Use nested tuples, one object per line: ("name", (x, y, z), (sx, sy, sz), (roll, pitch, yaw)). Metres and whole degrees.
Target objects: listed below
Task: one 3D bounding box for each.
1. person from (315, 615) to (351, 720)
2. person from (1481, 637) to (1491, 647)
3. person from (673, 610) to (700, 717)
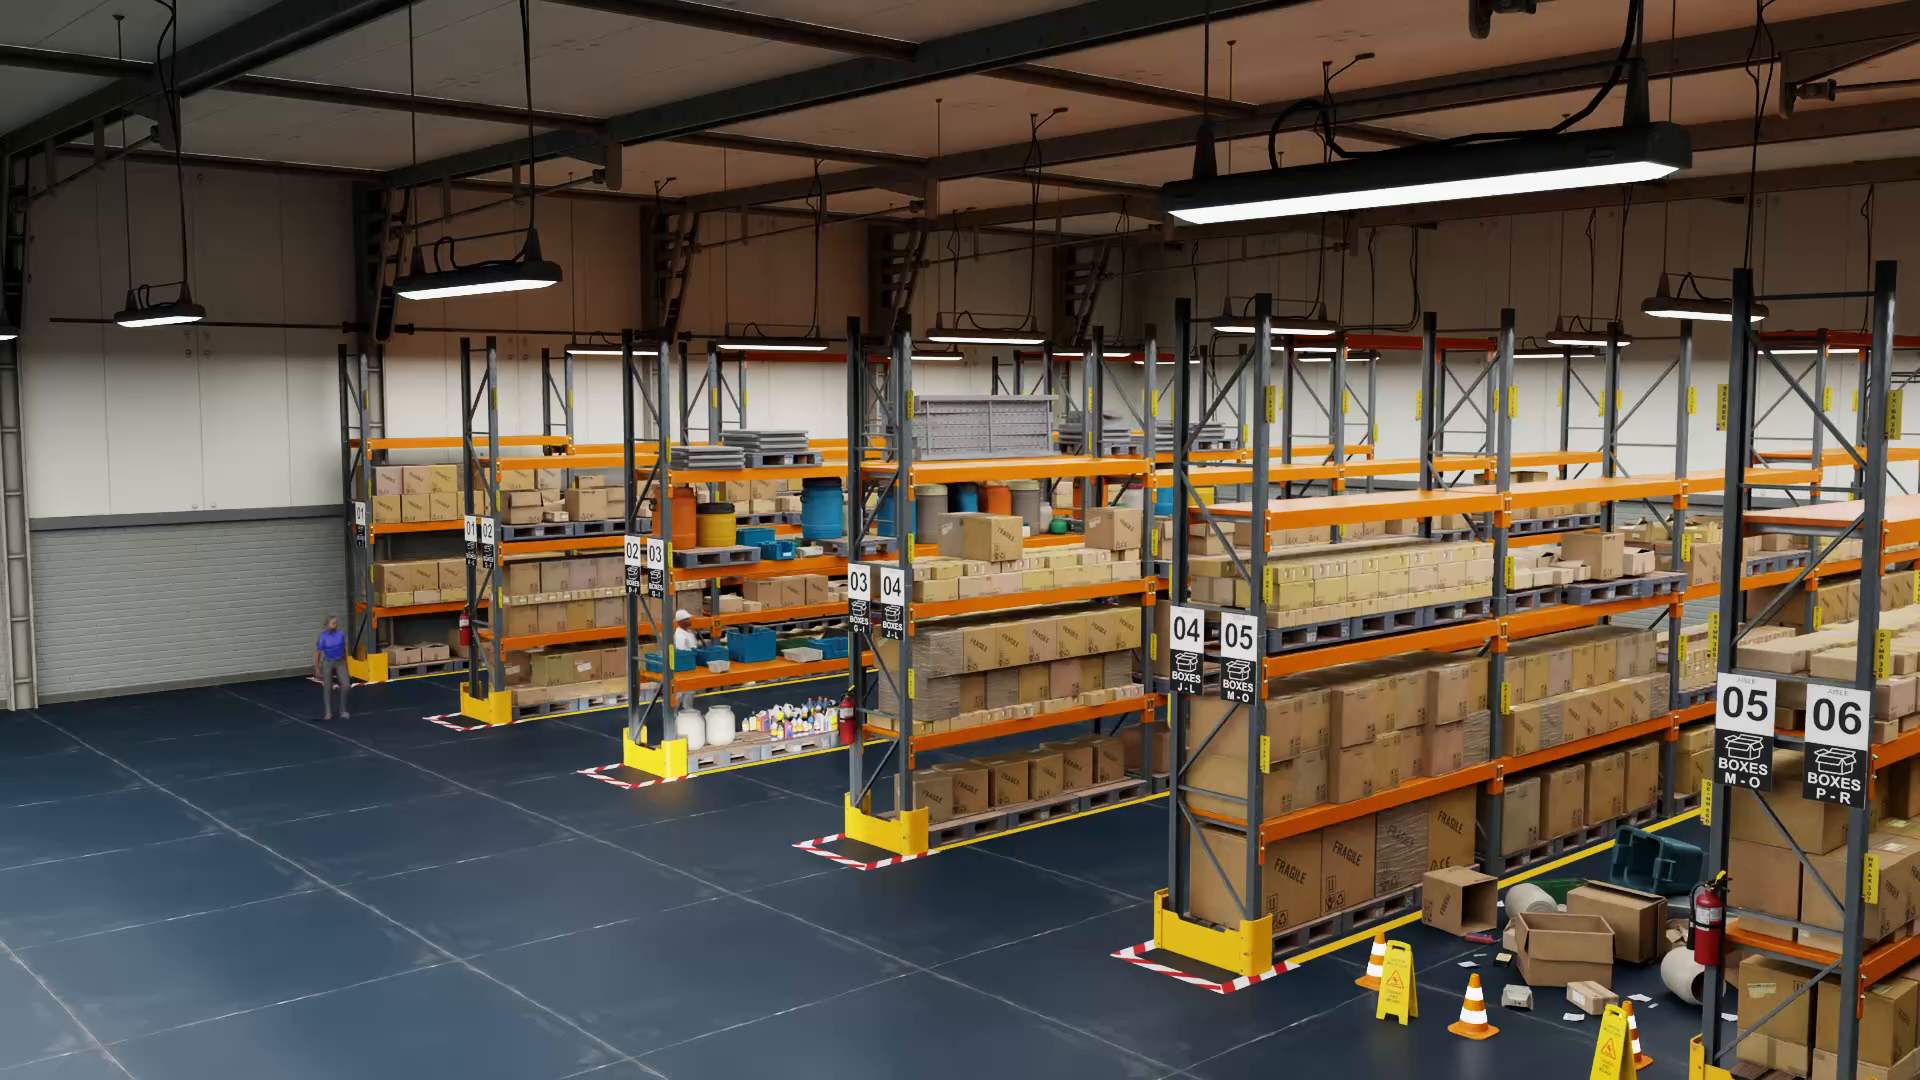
("person", (-9.911, 2.033, 26.234), (0.567, 1.688, 0.353), (-4, 6, -36))
("person", (7.696, 2.171, 24.192), (0.995, 1.638, 0.435), (-5, 7, -43))
("person", (-4.292, 1.949, 25.877), (0.543, 1.745, 0.581), (-1, 5, -7))
